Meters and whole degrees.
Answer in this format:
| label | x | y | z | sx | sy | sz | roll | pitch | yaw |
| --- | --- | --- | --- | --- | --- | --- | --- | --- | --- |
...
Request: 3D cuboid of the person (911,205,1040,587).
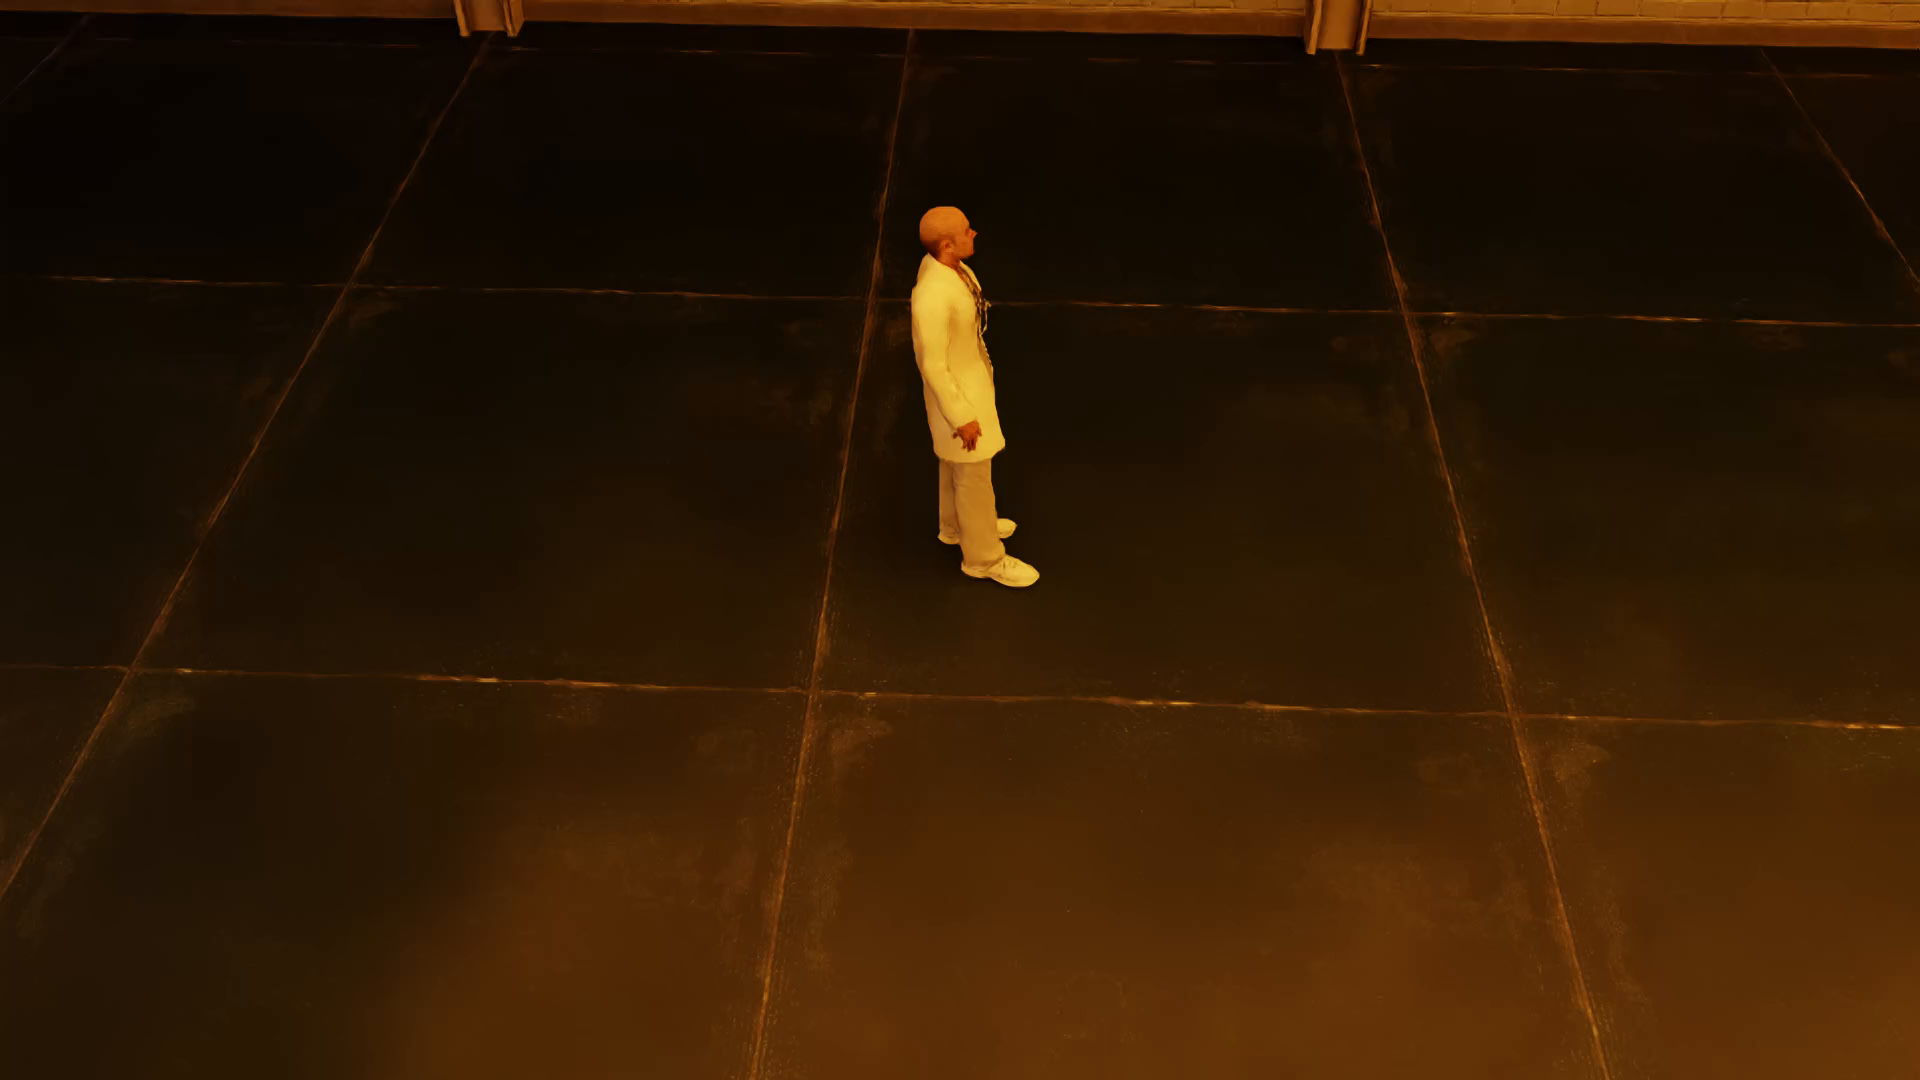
| label | x | y | z | sx | sy | sz | roll | pitch | yaw |
| --- | --- | --- | --- | --- | --- | --- | --- | --- | --- |
| person | 0.091 | -0.656 | 7.306 | 0.579 | 1.776 | 0.694 | 2 | 42 | 2 |
